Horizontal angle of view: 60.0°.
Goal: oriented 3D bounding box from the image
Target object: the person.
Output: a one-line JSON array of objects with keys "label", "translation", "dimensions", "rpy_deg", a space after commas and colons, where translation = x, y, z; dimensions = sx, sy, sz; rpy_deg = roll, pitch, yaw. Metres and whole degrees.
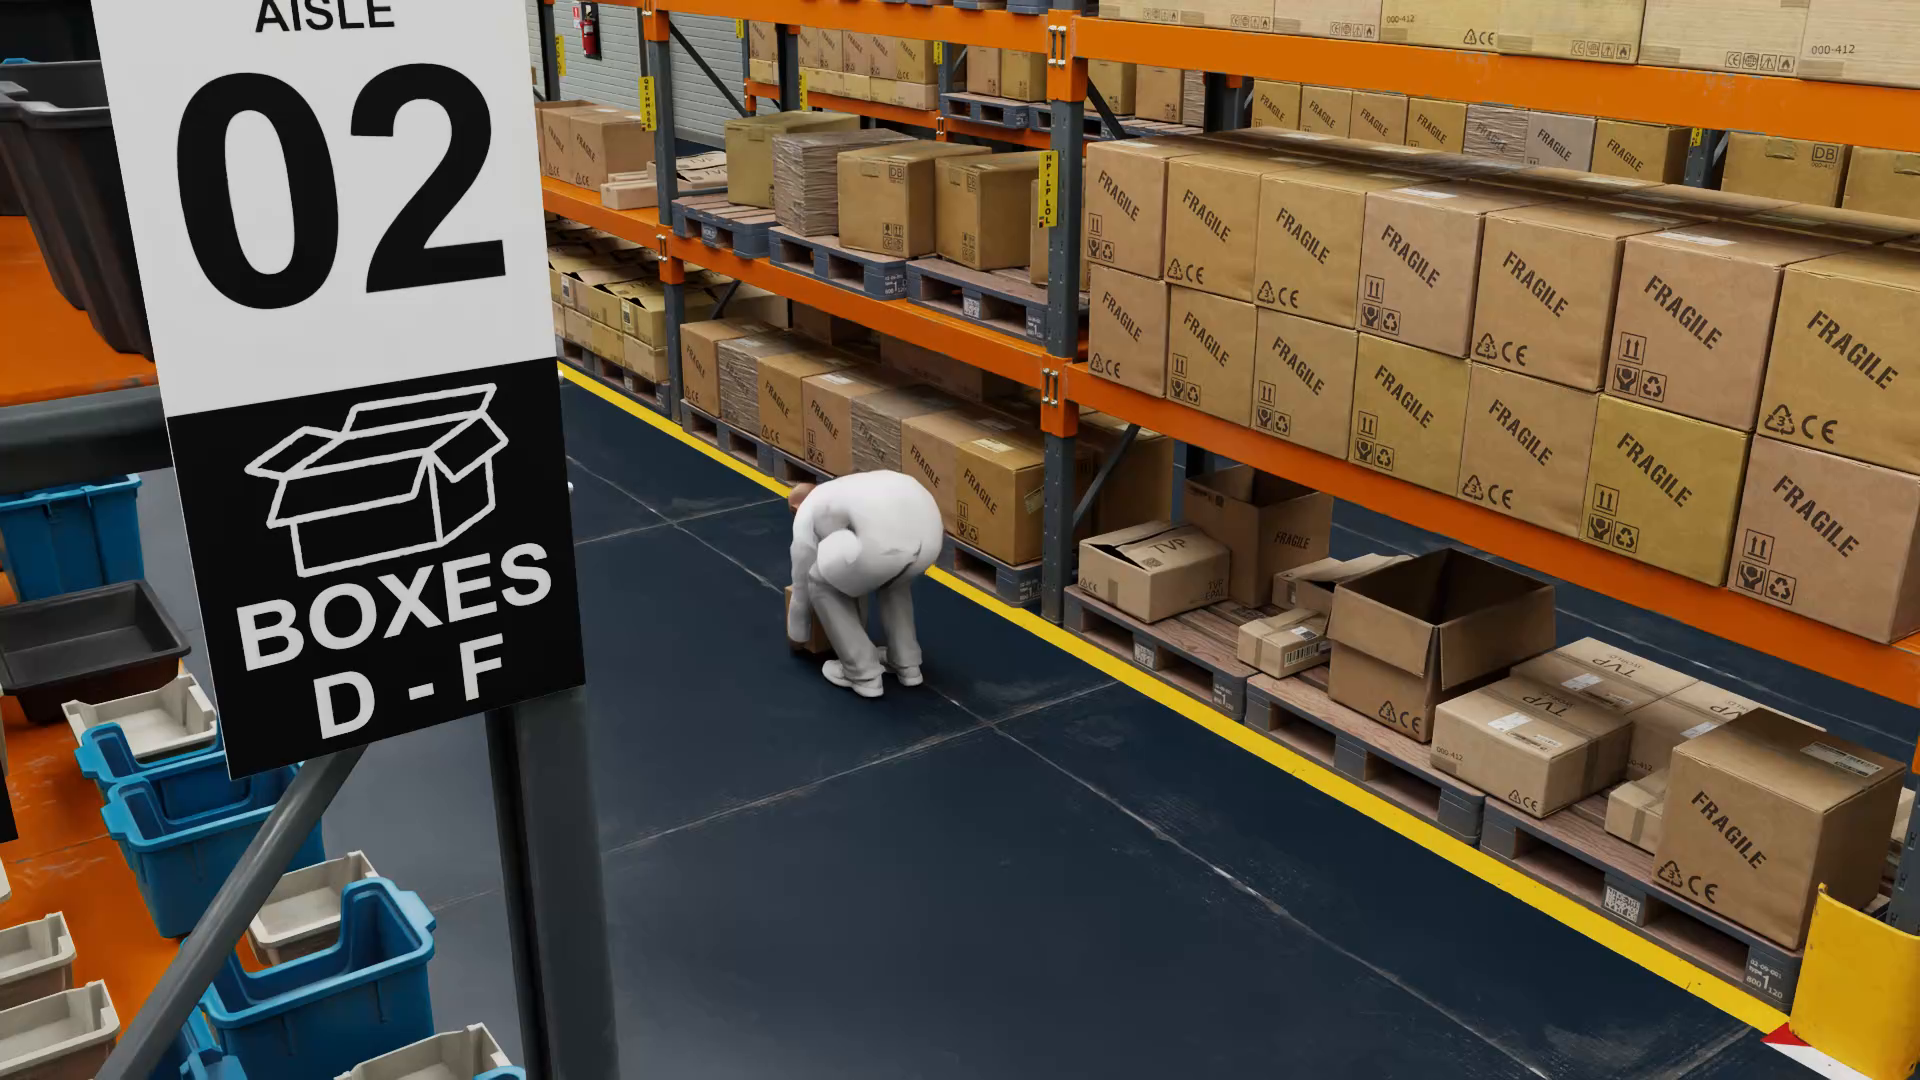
[{"label": "person", "translation": [-0.451, 0.133, 7.358], "dimensions": [0.581, 0.982, 0.943], "rpy_deg": [-16, 26, -35]}]
